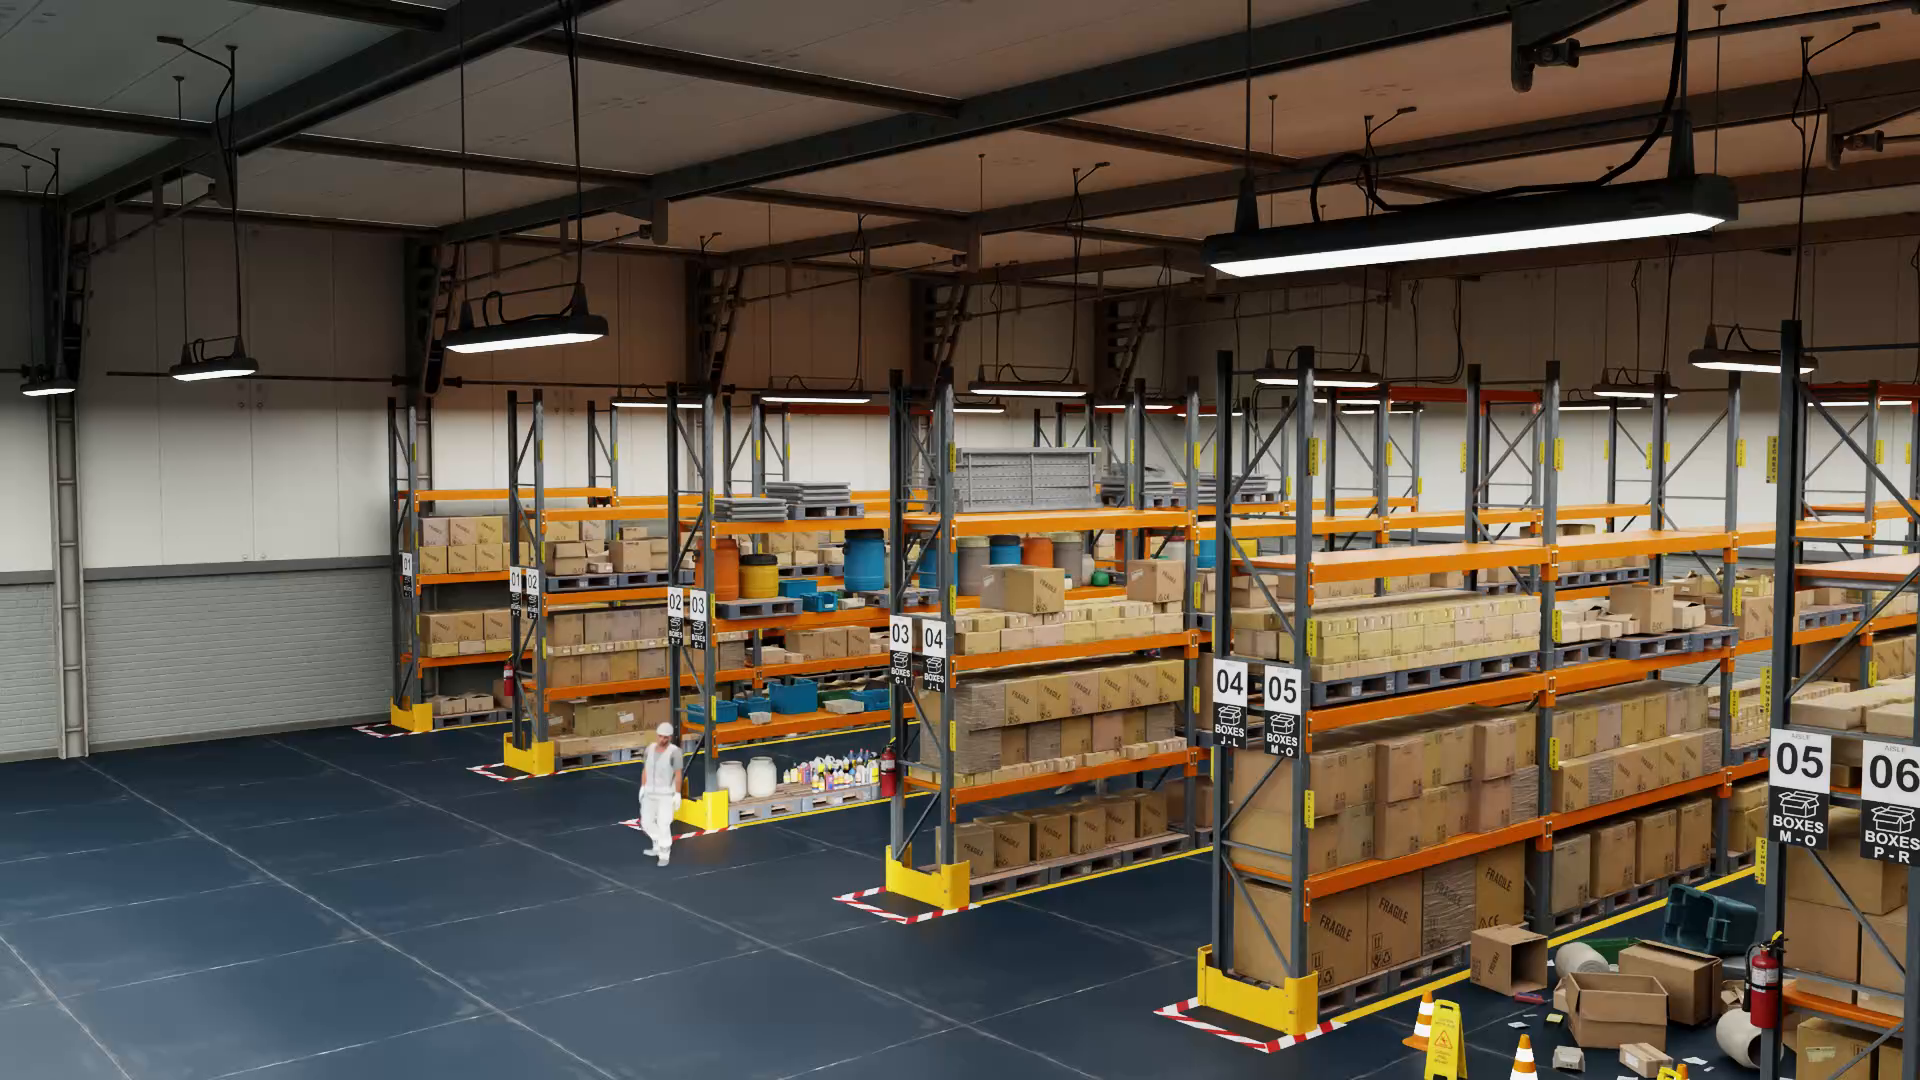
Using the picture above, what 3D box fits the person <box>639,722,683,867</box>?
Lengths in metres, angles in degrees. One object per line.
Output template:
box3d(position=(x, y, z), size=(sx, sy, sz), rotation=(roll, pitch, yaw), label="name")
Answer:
box3d(position=(-3.653, 3.091, 20.367), size=(0.655, 1.764, 0.488), rotation=(1, 4, 22), label="person")

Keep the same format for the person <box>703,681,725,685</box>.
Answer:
box3d(position=(-4.749, 2.496, 31.490), size=(0.681, 1.738, 0.813), rotation=(0, 3, 1), label="person")

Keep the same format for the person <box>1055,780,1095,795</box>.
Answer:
box3d(position=(1.748, 2.969, 24.556), size=(1.053, 1.518, 0.611), rotation=(-3, 4, -39), label="person")

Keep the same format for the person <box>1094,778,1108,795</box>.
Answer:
box3d(position=(1.911, 2.955, 23.594), size=(0.624, 1.793, 0.848), rotation=(2, 4, 28), label="person")
